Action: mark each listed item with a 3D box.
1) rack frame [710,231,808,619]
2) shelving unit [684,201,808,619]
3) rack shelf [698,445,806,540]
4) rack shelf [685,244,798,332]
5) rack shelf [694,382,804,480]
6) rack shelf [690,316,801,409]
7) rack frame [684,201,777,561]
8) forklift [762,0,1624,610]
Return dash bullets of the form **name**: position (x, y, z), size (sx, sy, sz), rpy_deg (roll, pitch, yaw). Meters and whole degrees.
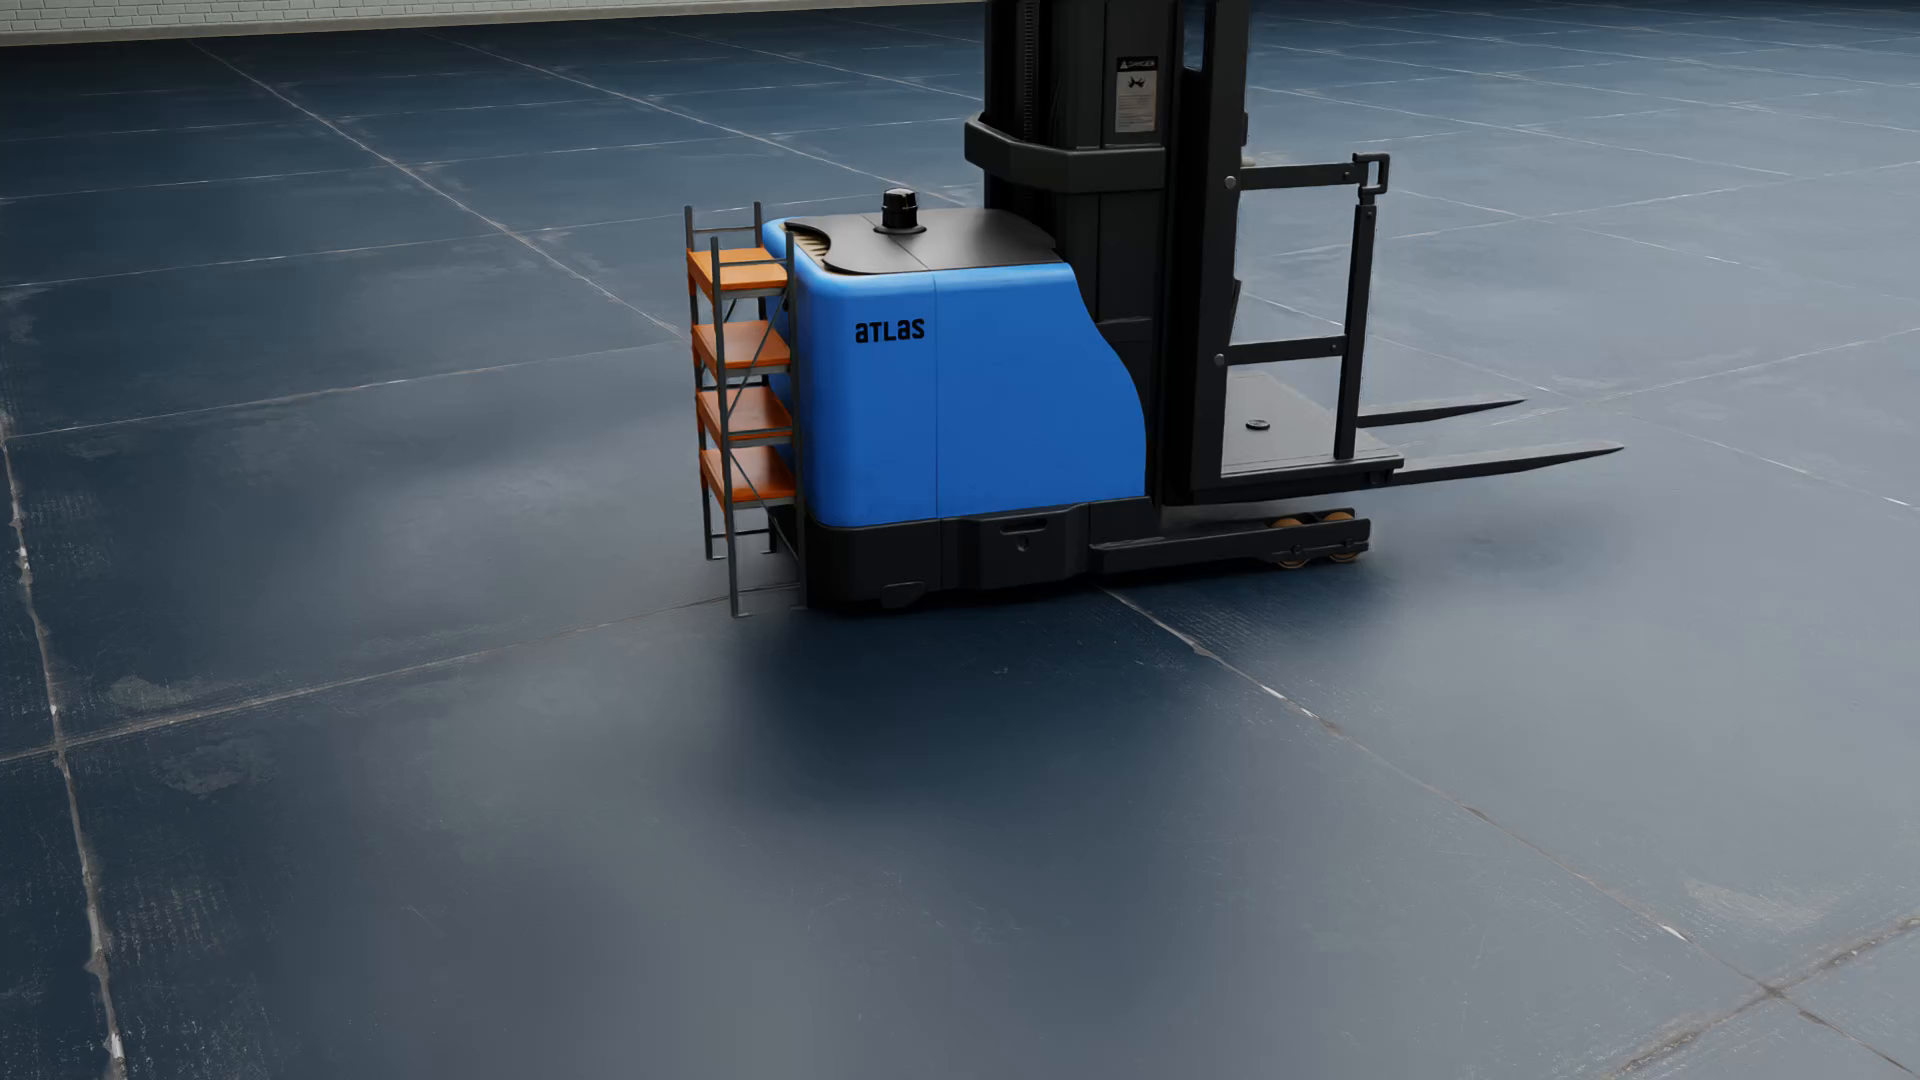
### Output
- **rack frame**: position (-0.600, -0.325, 5.019), size (0.240, 1.200, 0.015), rpy_deg (-7, 23, -16)
- **shelving unit**: position (-0.672, -0.413, 5.234), size (0.258, 1.200, 0.503), rpy_deg (-7, 23, -16)
- **rack shelf**: position (-0.672, -0.167, 5.335), size (0.258, 0.148, 0.480), rpy_deg (-7, 23, -16)
- **rack shelf**: position (-0.672, -0.777, 5.086), size (0.258, 0.148, 0.480), rpy_deg (-7, 23, -16)
- **rack shelf**: position (-0.672, -0.351, 5.260), size (0.258, 0.148, 0.480), rpy_deg (-7, 23, -16)
- **rack shelf**: position (-0.672, -0.558, 5.176), size (0.258, 0.148, 0.480), rpy_deg (-7, 23, -16)
- **rack frame**: position (-0.745, -0.501, 5.450), size (0.240, 1.200, 0.015), rpy_deg (-7, 23, -16)
- **forklift**: position (0.876, -1.444, 5.473), size (3.031, 2.935, 1.130), rpy_deg (-7, 23, -16)
